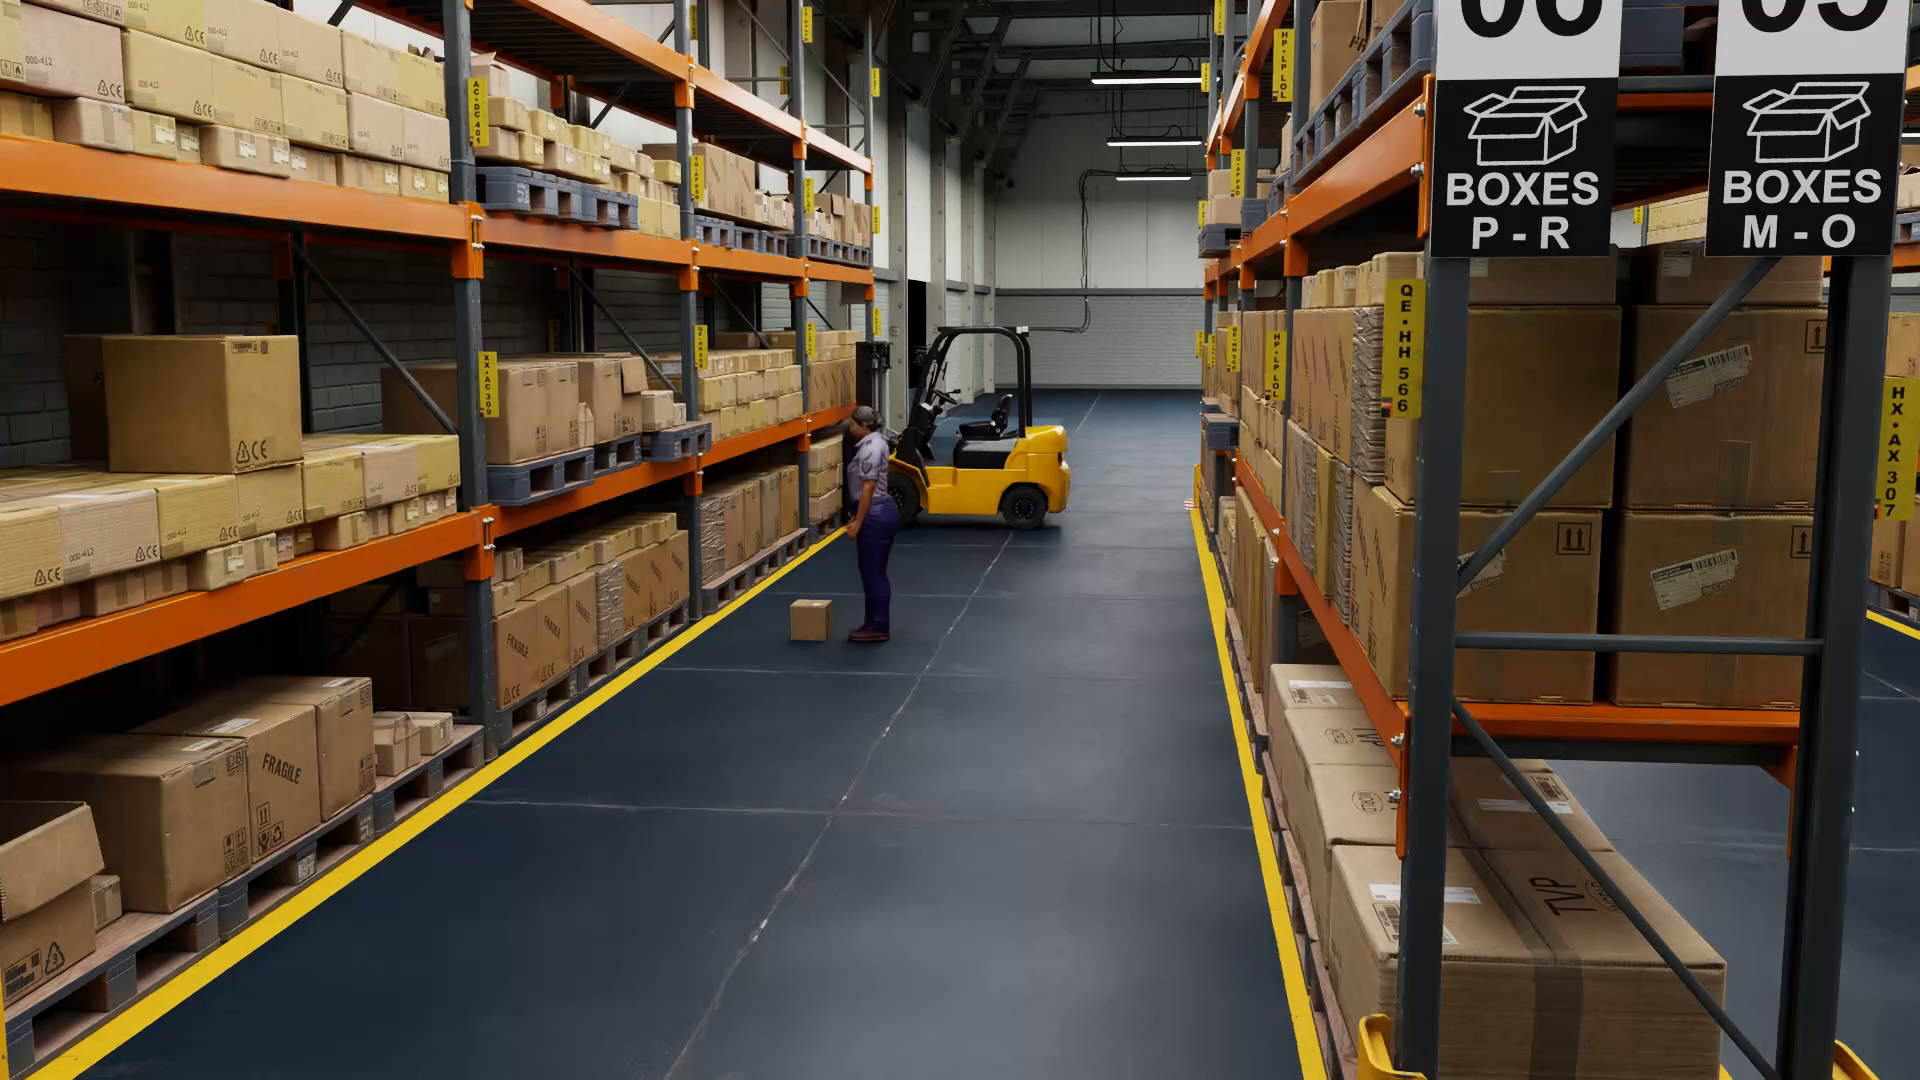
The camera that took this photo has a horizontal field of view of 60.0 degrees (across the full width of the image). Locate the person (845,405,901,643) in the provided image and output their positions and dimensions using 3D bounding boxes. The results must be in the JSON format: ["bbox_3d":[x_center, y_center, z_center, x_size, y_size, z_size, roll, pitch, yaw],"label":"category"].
[{"bbox_3d":[-0.631,-0.110,11.722,0.411,1.676,0.527,1,8,6],"label":"person"}]
